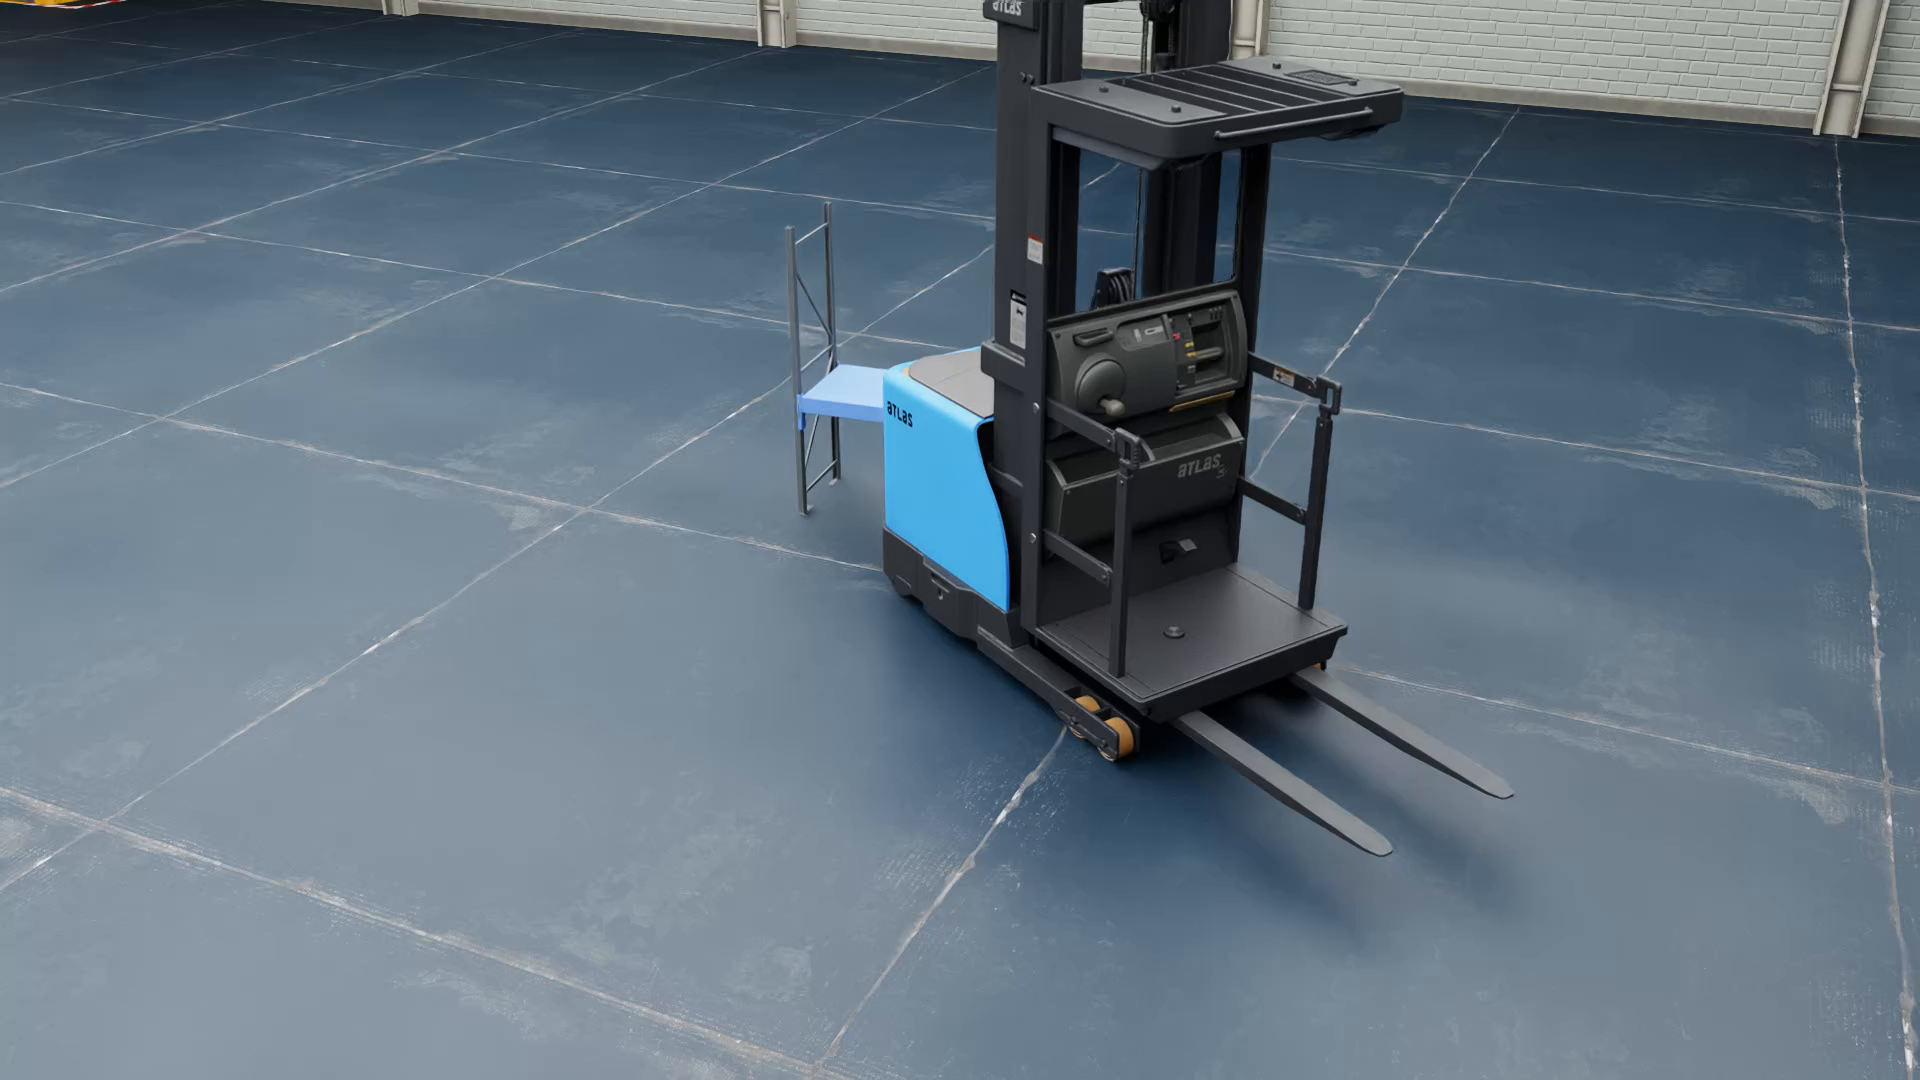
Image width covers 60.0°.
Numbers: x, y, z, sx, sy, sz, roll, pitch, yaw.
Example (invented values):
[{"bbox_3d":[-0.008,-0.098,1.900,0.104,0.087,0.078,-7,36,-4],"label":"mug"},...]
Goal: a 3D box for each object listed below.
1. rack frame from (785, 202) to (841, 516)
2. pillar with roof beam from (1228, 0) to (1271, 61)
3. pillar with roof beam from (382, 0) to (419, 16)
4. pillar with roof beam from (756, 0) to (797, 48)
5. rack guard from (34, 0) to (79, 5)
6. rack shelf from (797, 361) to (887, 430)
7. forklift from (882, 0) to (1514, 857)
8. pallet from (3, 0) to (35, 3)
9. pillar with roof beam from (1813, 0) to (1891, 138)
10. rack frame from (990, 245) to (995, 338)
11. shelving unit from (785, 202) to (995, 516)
[{"bbox_3d":[-0.732,-0.903,8.387,0.032,1.500,0.500,8,27,17],"label":"rack frame"},{"bbox_3d":[1.393,-7.420,13.133,0.400,9.000,9.100,11,28,22],"label":"pillar with roof beam"},{"bbox_3d":[-9.530,-9.614,17.590,0.400,9.000,9.100,11,28,22],"label":"pillar with roof beam"},{"bbox_3d":[-4.069,-8.517,15.361,0.400,9.000,9.100,11,28,22],"label":"pillar with roof beam"},{"bbox_3d":[-12.928,-8.135,24.207,0.348,0.500,1.175,11,28,22],"label":"rack guard"},{"bbox_3d":[-0.250,-0.670,8.321,1.000,0.185,0.538,8,27,17],"label":"rack shelf"},{"bbox_3d":[0.867,-0.692,6.337,1.130,2.935,3.031,-16,30,-29],"label":"forklift"},{"bbox_3d":[-13.663,-8.133,24.530,1.213,0.211,1.003,11,28,22],"label":"pallet"},{"bbox_3d":[6.855,-6.323,10.905,0.400,9.000,9.100,11,28,22],"label":"pillar with roof beam"},{"bbox_3d":[0.232,-0.760,8.096,0.032,1.500,0.500,8,27,17],"label":"rack frame"},{"bbox_3d":[-0.250,-0.832,8.241,1.048,1.500,0.538,8,27,17],"label":"shelving unit"}]
